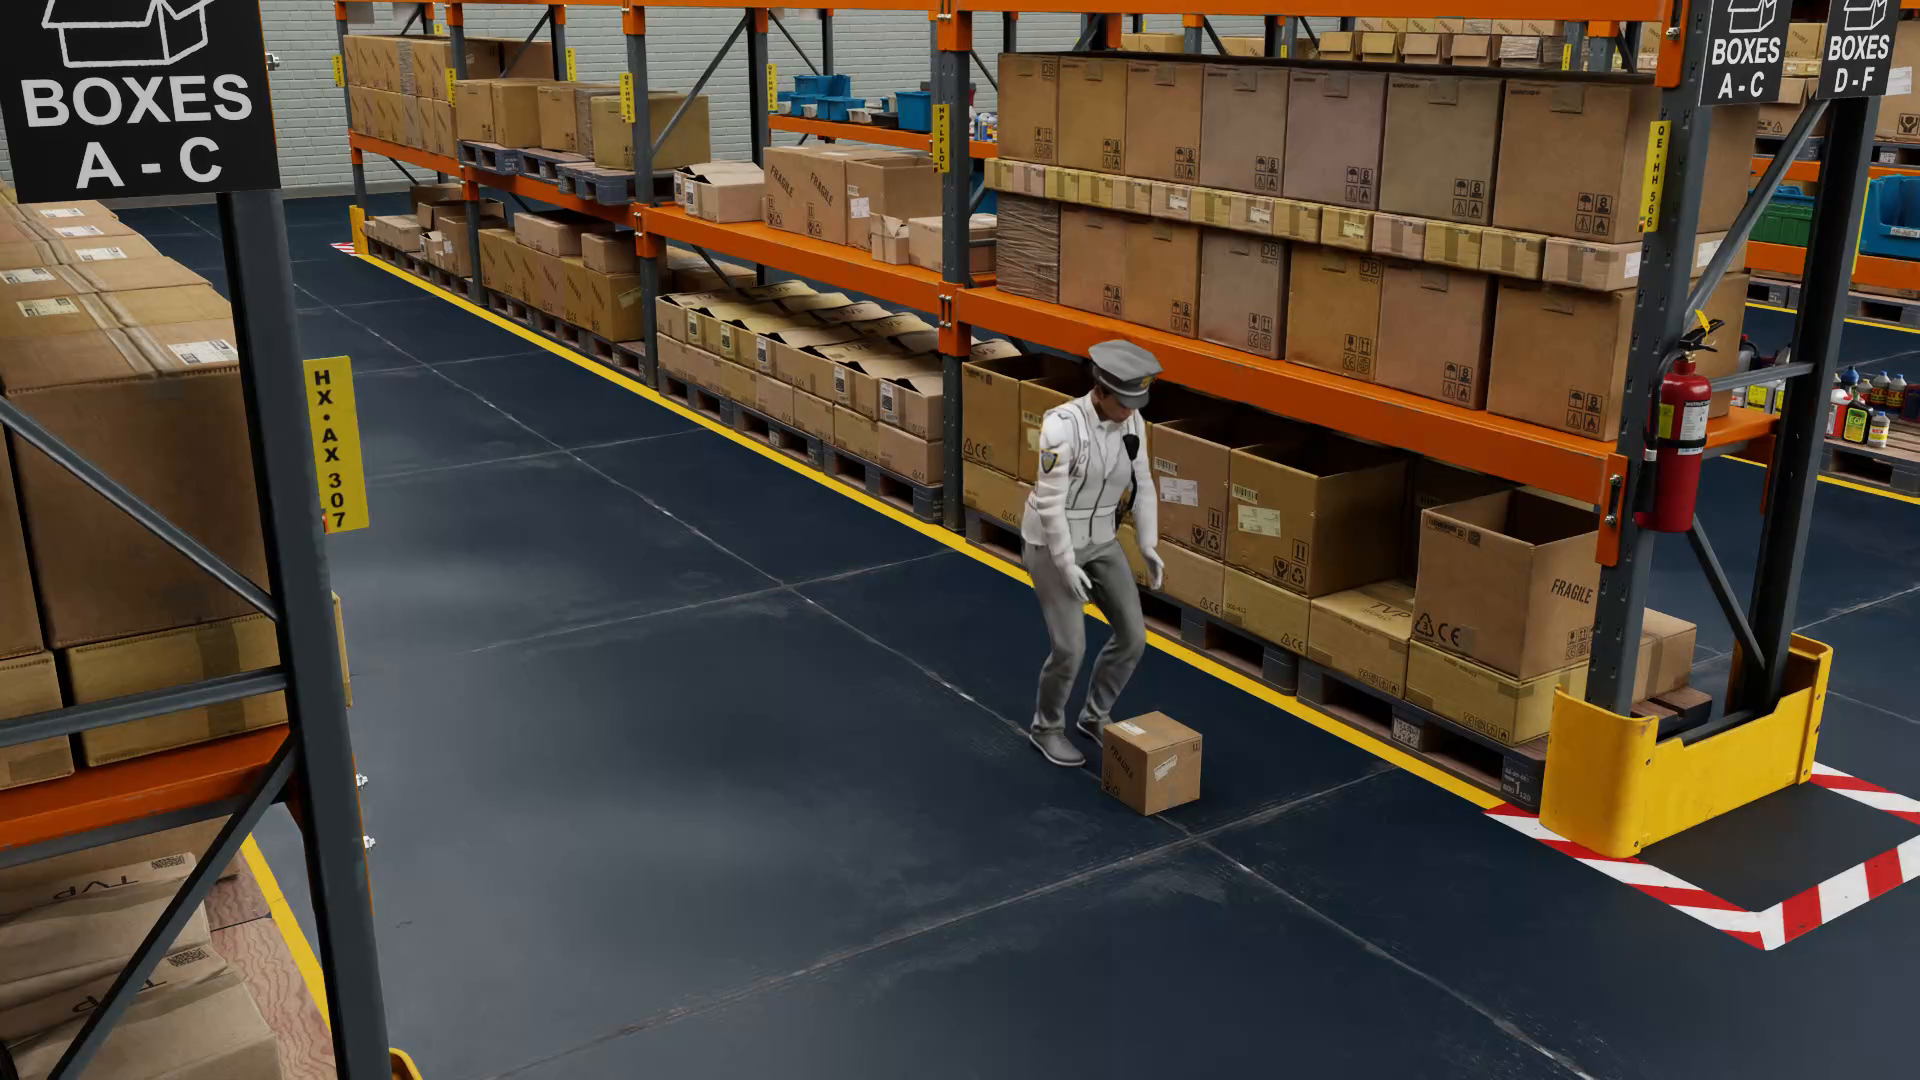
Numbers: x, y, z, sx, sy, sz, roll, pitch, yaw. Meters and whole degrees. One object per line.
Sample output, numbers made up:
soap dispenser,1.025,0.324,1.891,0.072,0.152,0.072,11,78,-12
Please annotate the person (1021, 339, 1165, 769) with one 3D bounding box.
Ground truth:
person,0.493,0.044,6.085,0.516,1.576,0.526,-11,21,-31
